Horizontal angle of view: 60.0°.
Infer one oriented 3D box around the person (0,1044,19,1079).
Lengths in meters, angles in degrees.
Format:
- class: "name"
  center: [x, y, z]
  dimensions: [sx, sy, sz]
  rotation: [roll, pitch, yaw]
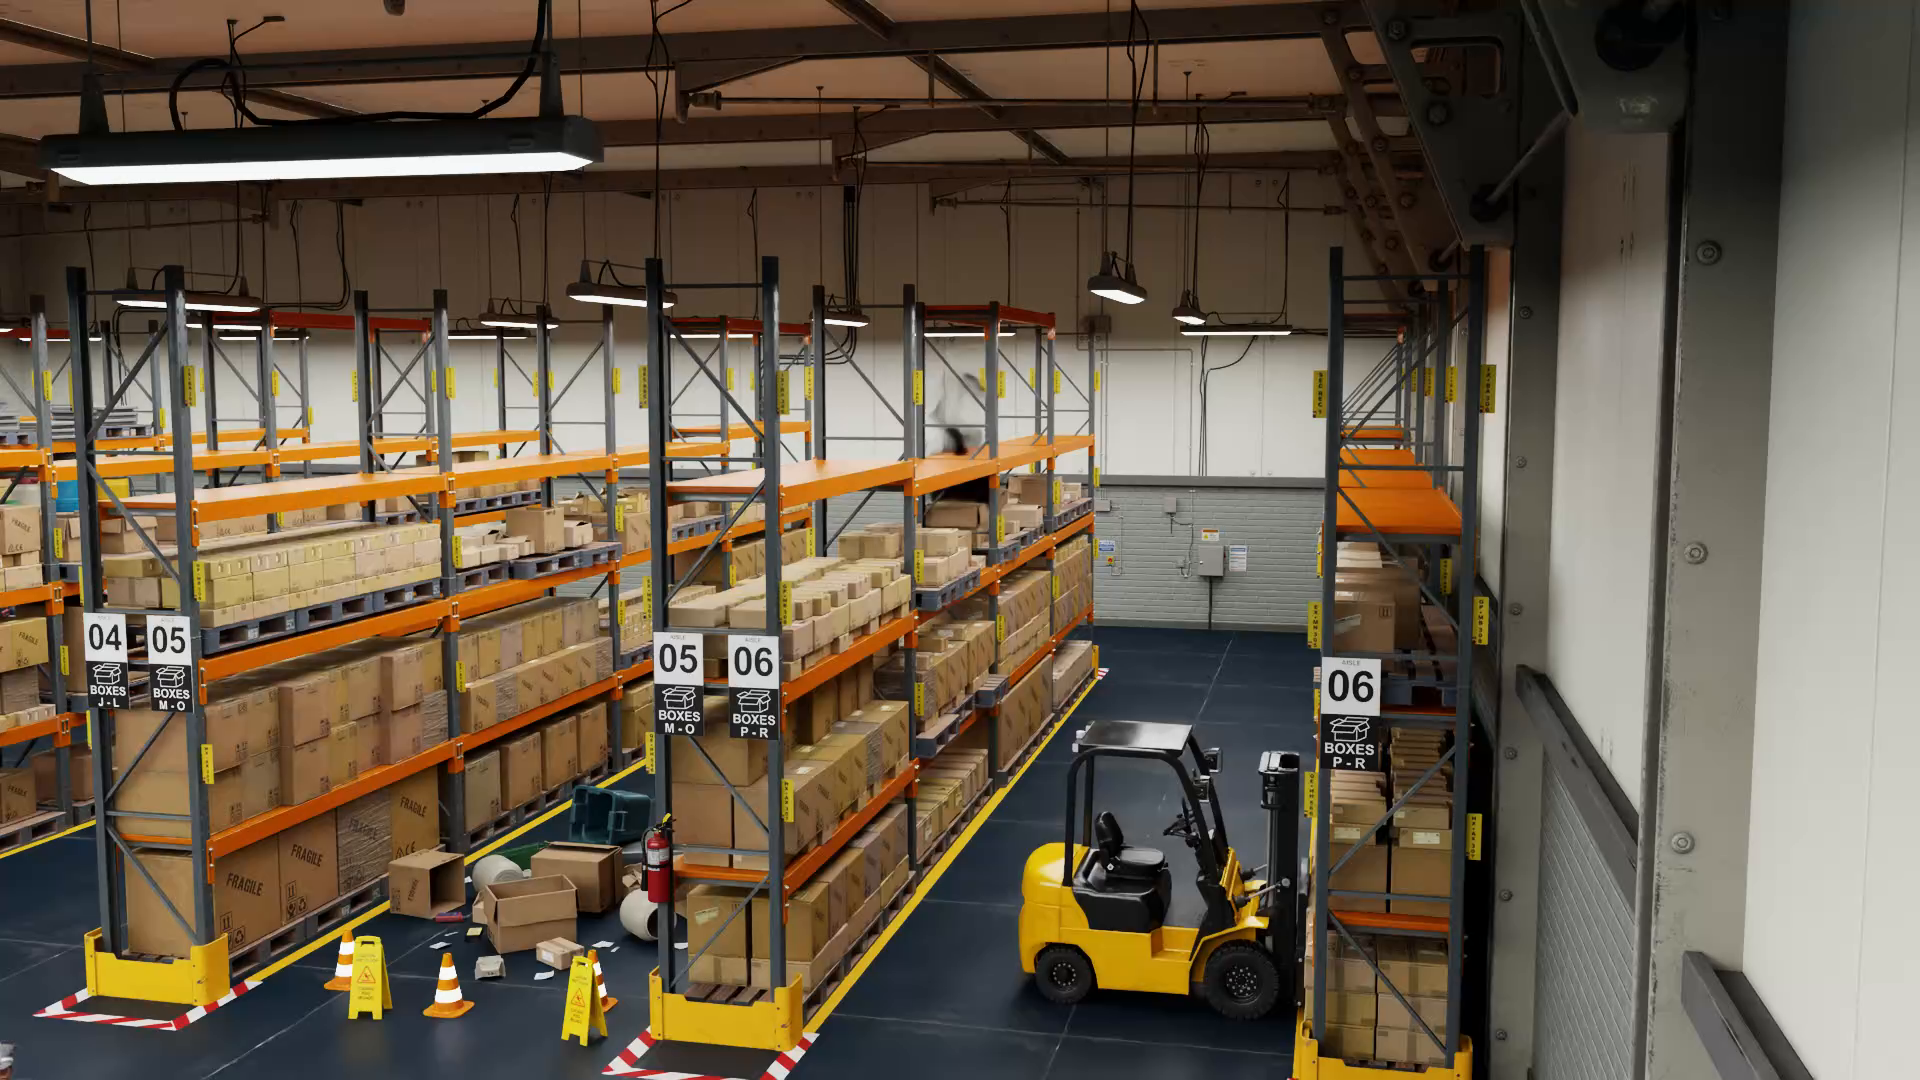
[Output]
- class: "person"
  center: [-5.038, 3.458, 8.764]
  dimensions: [0.571, 1.653, 0.572]
  rotation: [-4, 7, -33]
